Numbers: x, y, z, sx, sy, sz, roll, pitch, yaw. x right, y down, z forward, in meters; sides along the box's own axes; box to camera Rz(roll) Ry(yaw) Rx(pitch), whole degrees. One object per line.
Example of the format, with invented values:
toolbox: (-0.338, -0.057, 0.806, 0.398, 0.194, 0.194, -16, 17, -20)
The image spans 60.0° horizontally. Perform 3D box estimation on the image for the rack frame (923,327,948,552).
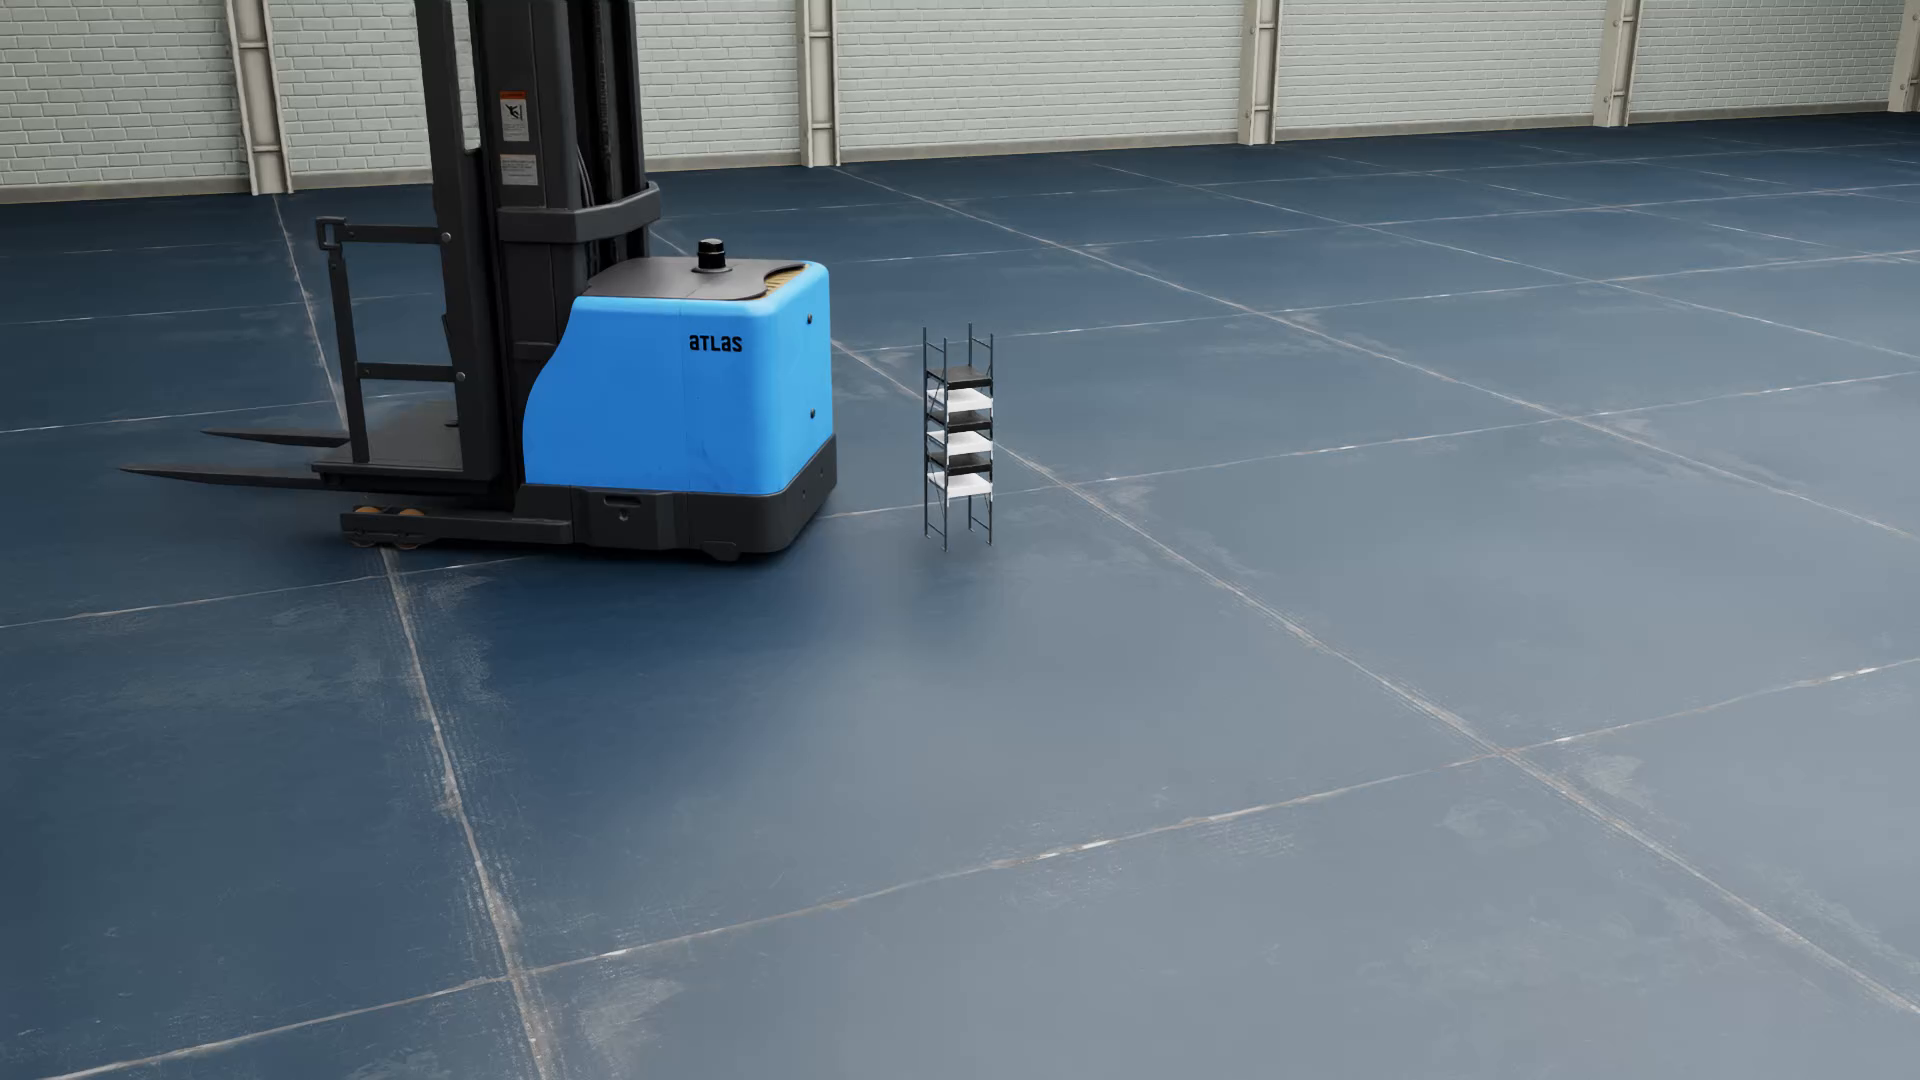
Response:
rack frame: (-0.101, -0.410, 6.832, 0.006, 0.900, 0.240, -8, 21, -22)

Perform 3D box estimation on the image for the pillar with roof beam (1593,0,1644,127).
pillar with roof beam: (11.085, -8.914, 18.790, 0.400, 9.000, 9.100, -8, 21, -22)

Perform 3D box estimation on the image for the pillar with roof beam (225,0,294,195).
pillar with roof beam: (-5.443, -6.546, 12.065, 0.400, 9.000, 9.100, -8, 21, -22)

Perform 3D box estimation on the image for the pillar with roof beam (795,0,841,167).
pillar with roof beam: (0.066, -7.336, 14.307, 0.400, 9.000, 9.100, -8, 21, -22)

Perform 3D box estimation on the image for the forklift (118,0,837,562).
forklift: (-2.121, -1.510, 6.899, 3.031, 2.935, 1.130, 3, 20, 9)

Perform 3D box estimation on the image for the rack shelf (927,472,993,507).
rack shelf: (-0.007, -0.222, 6.940, 0.200, 0.077, 0.258, -8, 21, -22)

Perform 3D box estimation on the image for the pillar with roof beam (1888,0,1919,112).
pillar with roof beam: (16.594, -9.704, 21.032, 0.400, 9.000, 9.100, -8, 21, -22)

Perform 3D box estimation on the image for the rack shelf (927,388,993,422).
rack shelf: (-0.007, -0.562, 6.821, 0.200, 0.077, 0.258, -8, 21, -22)

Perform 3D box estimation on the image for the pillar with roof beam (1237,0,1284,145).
pillar with roof beam: (5.575, -8.125, 16.549, 0.400, 9.000, 9.100, -8, 21, -22)

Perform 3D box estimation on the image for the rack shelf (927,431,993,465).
rack shelf: (-0.007, -0.392, 6.881, 0.200, 0.077, 0.258, -8, 21, -22)

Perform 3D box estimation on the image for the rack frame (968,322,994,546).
rack frame: (0.086, -0.437, 6.908, 0.006, 0.900, 0.240, -8, 21, -22)

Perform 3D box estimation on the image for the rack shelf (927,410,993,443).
rack shelf: (-0.007, -0.477, 6.851, 0.200, 0.077, 0.258, -8, 21, -22)

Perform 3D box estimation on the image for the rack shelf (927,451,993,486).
rack shelf: (-0.007, -0.307, 6.911, 0.200, 0.077, 0.258, -8, 21, -22)

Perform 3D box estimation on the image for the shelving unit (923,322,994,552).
shelving unit: (-0.007, -0.423, 6.870, 0.210, 0.900, 0.258, -8, 21, -22)

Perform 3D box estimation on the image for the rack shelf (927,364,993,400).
rack shelf: (-0.007, -0.647, 6.791, 0.200, 0.077, 0.258, -8, 21, -22)
